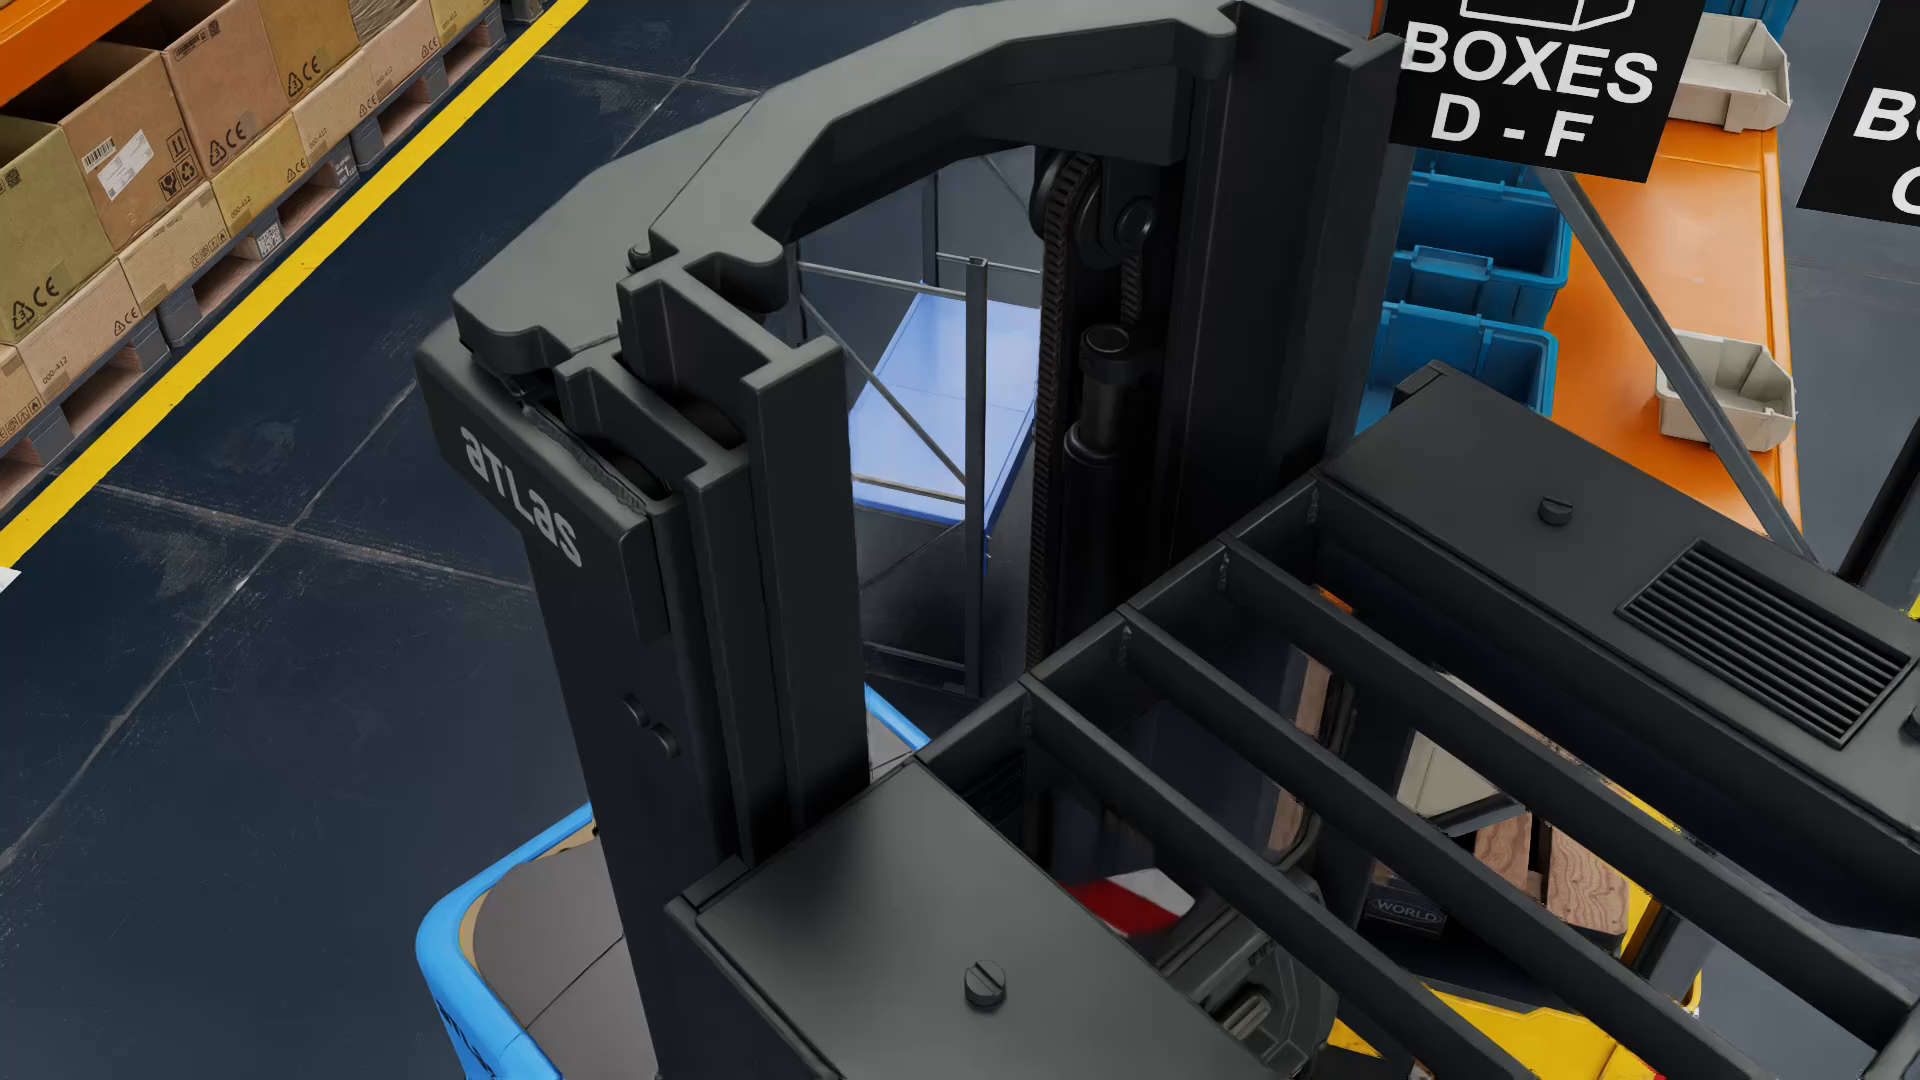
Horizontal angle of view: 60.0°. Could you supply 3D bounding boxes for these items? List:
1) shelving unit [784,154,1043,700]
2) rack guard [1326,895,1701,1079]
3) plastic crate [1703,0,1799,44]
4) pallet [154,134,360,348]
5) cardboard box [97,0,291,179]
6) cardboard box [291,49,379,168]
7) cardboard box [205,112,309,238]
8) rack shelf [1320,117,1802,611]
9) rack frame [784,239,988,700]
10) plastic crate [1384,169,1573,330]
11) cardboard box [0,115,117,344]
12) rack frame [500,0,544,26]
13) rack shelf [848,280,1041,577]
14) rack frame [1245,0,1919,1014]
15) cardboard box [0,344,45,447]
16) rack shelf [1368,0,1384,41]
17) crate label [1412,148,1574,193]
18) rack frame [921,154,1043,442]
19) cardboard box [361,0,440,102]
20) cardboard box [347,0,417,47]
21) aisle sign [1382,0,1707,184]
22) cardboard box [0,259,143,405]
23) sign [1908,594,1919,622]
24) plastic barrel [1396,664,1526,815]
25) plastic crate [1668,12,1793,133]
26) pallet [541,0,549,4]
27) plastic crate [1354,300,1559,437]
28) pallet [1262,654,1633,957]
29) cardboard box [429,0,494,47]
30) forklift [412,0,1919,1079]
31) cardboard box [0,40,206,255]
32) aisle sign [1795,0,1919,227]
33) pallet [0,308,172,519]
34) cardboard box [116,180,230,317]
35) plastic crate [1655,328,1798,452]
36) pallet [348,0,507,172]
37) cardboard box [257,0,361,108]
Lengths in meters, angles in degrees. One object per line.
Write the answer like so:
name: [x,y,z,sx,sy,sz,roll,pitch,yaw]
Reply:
shelving unit: [-0.026,-0.479,4.667,0.538,1.500,1.048,13,46,12]
rack guard: [1.051,0.956,3.915,1.175,0.500,0.348,13,46,13]
plastic crate: [2.208,-1.694,4.943,0.499,0.251,0.616,13,46,13]
pallet: [-3.084,-1.261,6.387,1.003,0.211,1.213,13,46,13]
cardboard box: [-2.815,-1.673,5.945,0.500,0.500,0.500,13,46,13]
cardboard box: [-2.666,-1.739,6.548,0.500,0.250,0.500,13,46,13]
cardboard box: [-2.816,-1.405,6.207,0.500,0.250,0.500,13,46,13]
rack shelf: [1.679,-0.953,4.593,1.077,0.370,4.000,13,46,13]
rack frame: [-0.180,-0.140,4.321,0.500,1.500,0.032,13,46,12]
plastic crate: [1.141,-0.652,3.878,0.499,0.251,0.408,13,46,13]
cardboard box: [-3.123,-1.008,5.265,0.500,0.500,0.500,13,46,13]
rack frame: [-2.435,-3.594,6.779,1.000,3.000,0.127,13,46,13]
rack shelf: [-0.026,-0.351,4.793,0.538,0.185,1.000,13,46,12]
rack frame: [1.073,0.123,2.979,1.000,3.000,0.127,13,46,13]
cardboard box: [-3.272,-0.406,5.186,0.500,0.250,0.500,13,46,13]
rack shelf: [1.679,-2.025,3.544,1.077,0.370,4.000,13,46,13]
crate label: [1.373,-1.173,4.279,0.502,0.435,0.616,13,46,13]
rack frame: [0.128,-0.818,5.014,0.500,1.500,0.032,13,46,12]
cardboard box: [-2.528,-2.075,6.892,0.500,0.250,0.500,13,46,13]
cardboard box: [-2.530,-2.344,6.630,0.500,0.500,0.500,13,46,13]
aisle sign: [0.768,-0.821,2.085,0.394,0.787,0.004,13,46,13]
cardboard box: [-3.124,-0.740,5.527,0.500,0.250,0.500,13,46,13]
sign: [1.596,0.144,2.760,0.100,0.325,0.005,13,46,13]
plastic barrel: [1.199,0.408,4.167,0.421,0.512,0.421,0,44,0]
plastic crate: [2.034,-1.313,4.635,0.530,0.136,0.437,13,46,13]
pallet: [-2.249,-3.097,8.264,1.003,0.211,1.213,13,46,13]
plastic crate: [0.939,-0.220,3.437,0.499,0.251,0.616,13,46,13]
pallet: [1.302,0.519,4.569,1.003,0.211,1.213,13,46,13]
cardboard box: [-2.367,-2.406,7.230,0.500,0.250,0.500,13,46,13]
forklift: [0.359,0.937,2.197,1.130,2.935,3.031,-33,53,-29]
cardboard box: [-2.983,-1.344,5.608,0.500,0.500,0.500,13,46,13]
aisle sign: [1.330,-0.696,1.958,0.394,0.787,0.004,13,46,13]
pallet: [-3.455,-0.450,5.559,1.003,0.211,1.213,13,46,13]
cardboard box: [-2.972,-1.073,5.868,0.500,0.250,0.500,13,46,13]
plastic crate: [1.651,-0.311,3.611,0.298,0.136,0.250,13,46,13]
pallet: [-2.716,-2.077,7.221,1.003,0.211,1.213,13,46,13]
cardboard box: [-2.678,-2.010,6.288,0.500,0.500,0.500,13,46,13]
